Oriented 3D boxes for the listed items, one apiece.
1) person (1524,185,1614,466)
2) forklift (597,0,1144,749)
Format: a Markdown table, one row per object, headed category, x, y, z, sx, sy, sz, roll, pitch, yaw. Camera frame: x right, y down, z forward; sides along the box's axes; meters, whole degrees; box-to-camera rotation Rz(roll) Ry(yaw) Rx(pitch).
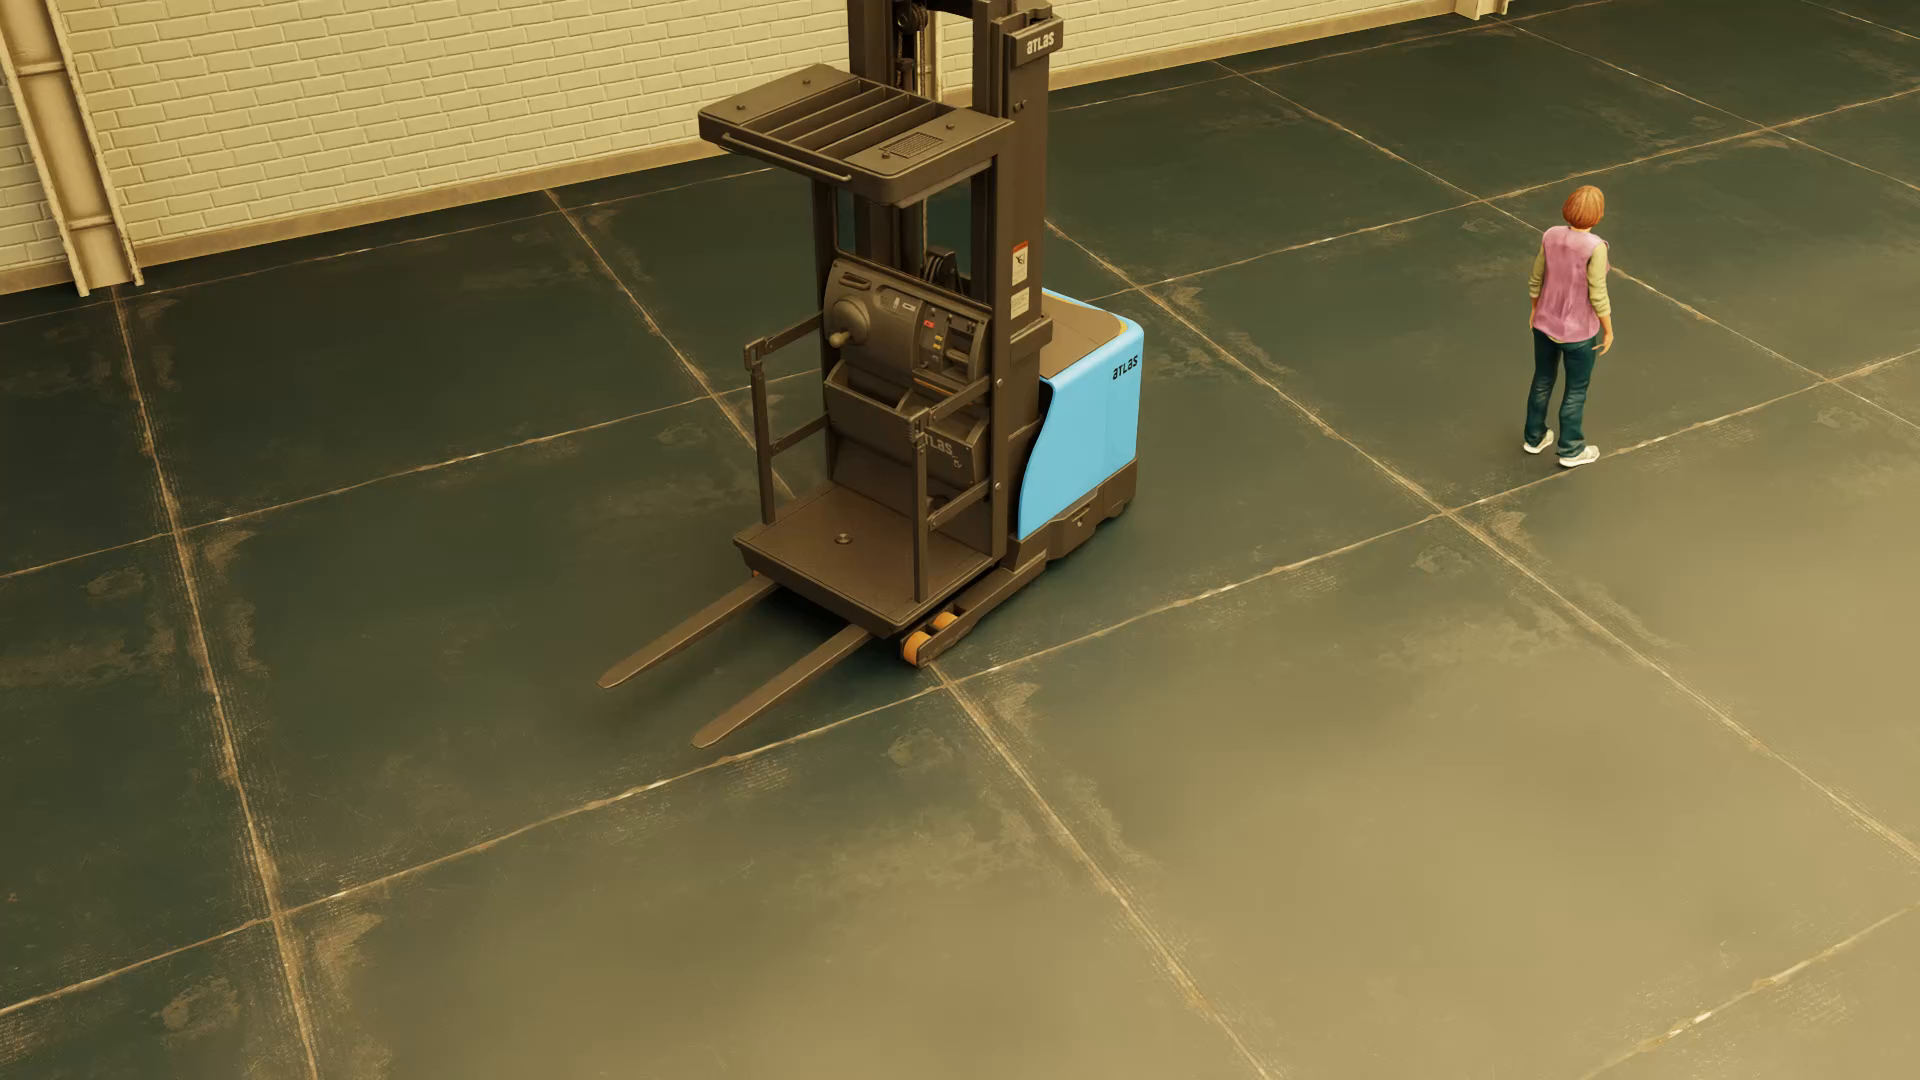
| category | x | y | z | sx | sy | sz | roll | pitch | yaw |
| --- | --- | --- | --- | --- | --- | --- | --- | --- | --- |
| person | 3.283 | -1.151 | 8.909 | 0.437 | 1.610 | 0.499 | -22 | 41 | -28 |
| forklift | -0.390 | -0.927 | 7.434 | 1.130 | 2.935 | 3.031 | 26 | 43 | 31 |
